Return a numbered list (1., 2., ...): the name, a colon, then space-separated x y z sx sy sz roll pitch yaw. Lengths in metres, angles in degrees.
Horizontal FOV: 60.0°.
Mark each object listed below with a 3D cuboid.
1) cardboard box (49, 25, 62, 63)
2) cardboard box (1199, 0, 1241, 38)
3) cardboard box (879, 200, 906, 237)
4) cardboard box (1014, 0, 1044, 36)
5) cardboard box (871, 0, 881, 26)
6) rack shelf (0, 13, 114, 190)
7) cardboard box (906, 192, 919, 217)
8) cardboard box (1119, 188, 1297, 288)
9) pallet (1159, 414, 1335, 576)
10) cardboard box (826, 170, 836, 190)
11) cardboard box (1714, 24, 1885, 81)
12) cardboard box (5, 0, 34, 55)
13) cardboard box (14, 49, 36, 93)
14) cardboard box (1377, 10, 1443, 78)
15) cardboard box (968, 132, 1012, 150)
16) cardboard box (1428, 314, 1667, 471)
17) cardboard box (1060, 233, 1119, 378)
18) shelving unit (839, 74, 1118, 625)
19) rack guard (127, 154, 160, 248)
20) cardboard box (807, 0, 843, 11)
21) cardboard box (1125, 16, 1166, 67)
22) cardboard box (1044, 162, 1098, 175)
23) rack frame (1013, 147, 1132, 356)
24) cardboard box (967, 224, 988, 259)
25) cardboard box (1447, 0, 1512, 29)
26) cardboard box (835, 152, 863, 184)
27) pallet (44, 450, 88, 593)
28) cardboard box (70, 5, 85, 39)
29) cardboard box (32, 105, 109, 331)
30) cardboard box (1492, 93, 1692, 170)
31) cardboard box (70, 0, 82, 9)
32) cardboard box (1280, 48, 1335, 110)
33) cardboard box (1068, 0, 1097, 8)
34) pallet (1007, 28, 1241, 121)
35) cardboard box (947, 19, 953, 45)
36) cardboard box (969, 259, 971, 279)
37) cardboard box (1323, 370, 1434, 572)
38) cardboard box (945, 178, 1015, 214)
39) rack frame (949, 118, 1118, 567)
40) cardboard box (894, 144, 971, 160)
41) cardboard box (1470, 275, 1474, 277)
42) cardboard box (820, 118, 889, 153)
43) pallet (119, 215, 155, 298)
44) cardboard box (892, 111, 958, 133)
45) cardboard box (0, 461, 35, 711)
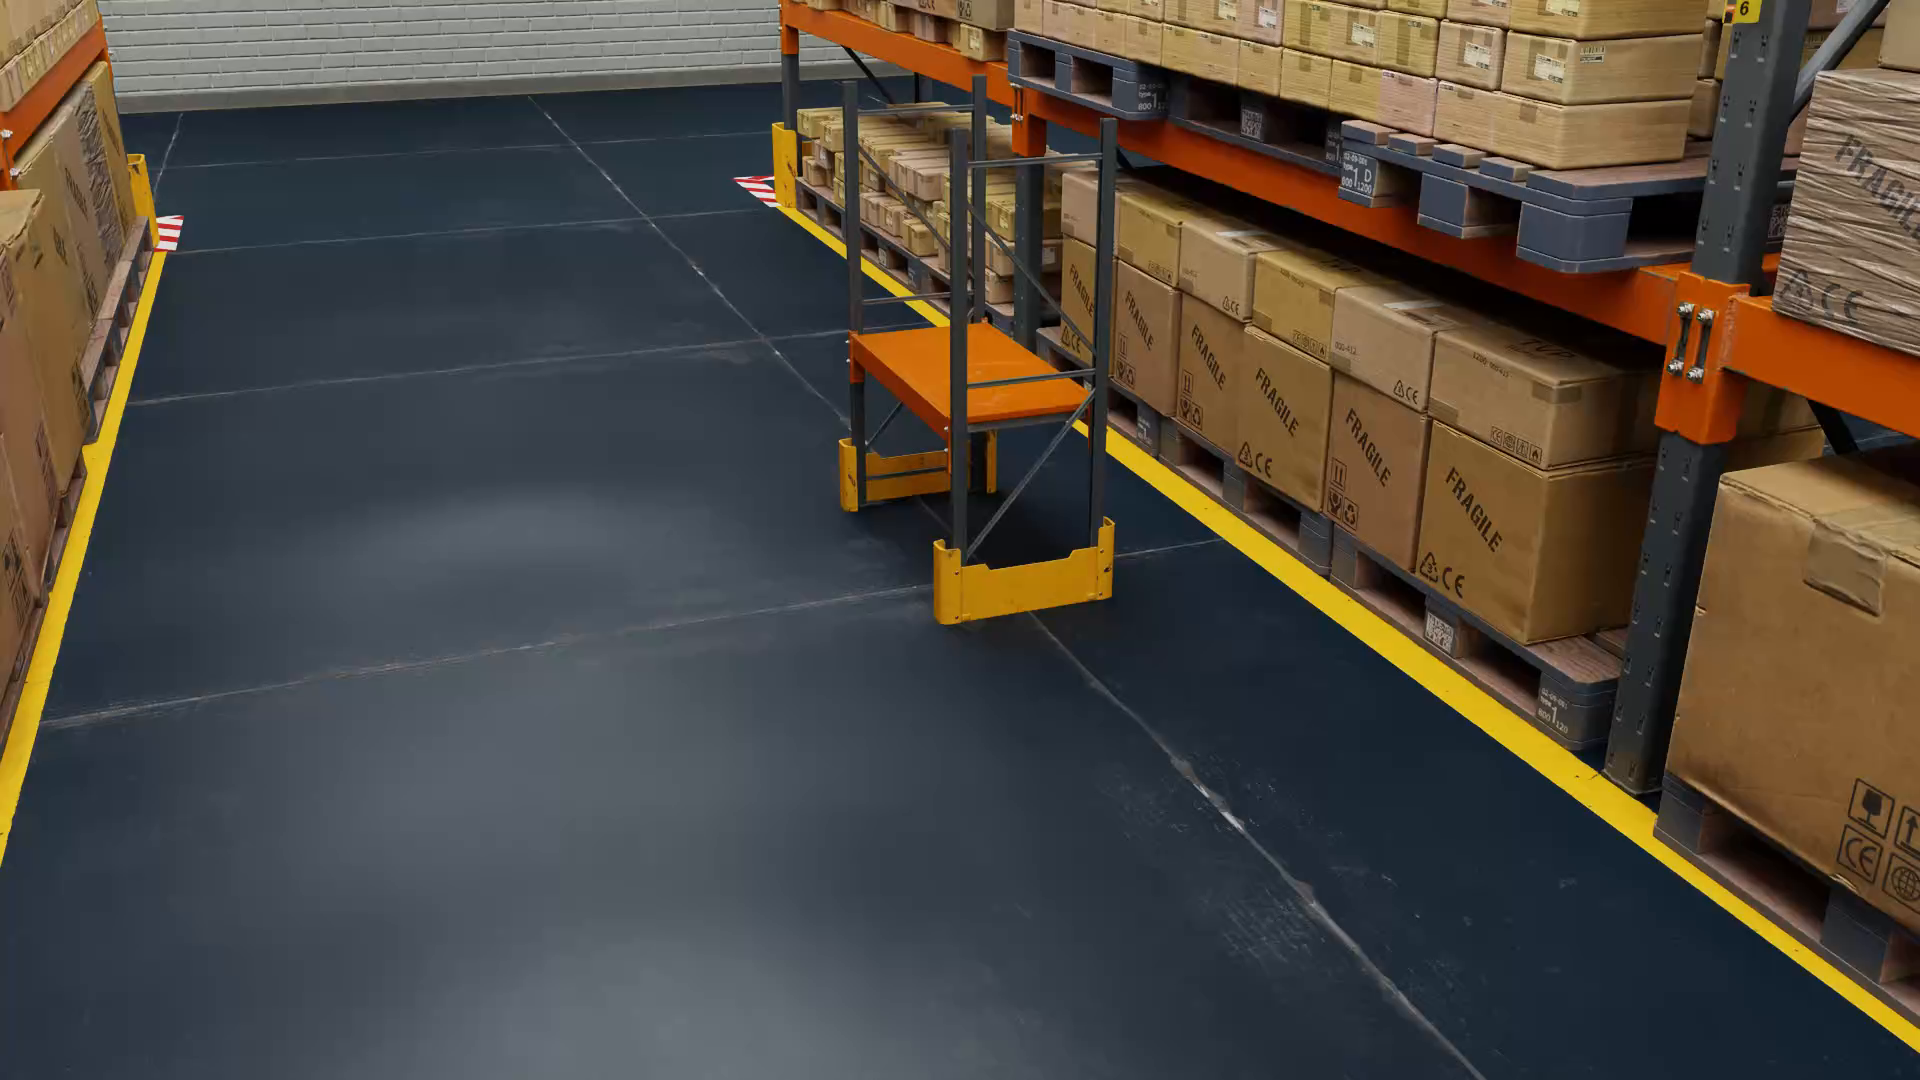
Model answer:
1. cardboard box: -4.286 -2.232 7.506 0.380 0.149 0.250 -9 25 -21
2. cardboard box: 0.999 -1.713 5.351 0.380 0.149 0.250 -9 24 -20
3. cardboard box: -0.233 -1.811 9.314 0.380 0.149 0.250 -8 24 -19
4. cardboard box: 0.444 -2.143 6.756 0.380 0.149 0.250 -10 25 -22
5. cardboard box: -0.271 -2.887 9.061 0.380 0.149 0.250 -7 24 -17
6. rack shelf: -4.647 -2.023 7.615 1.077 0.370 4.000 -8 24 -19
7. cardboard box: -0.073 -1.846 9.014 0.380 0.149 0.250 -10 25 -21
8. cardboard box: 0.940 -1.161 6.355 0.500 0.250 0.500 -8 24 -18
9. pallet: 1.446 -0.260 6.096 1.003 0.211 1.213 -8 24 -19
10. cardboard box: -0.623 -2.287 10.444 0.380 0.149 0.250 -8 24 -19
11. cardboard box: 2.165 -1.236 4.221 0.380 0.149 0.250 -7 24 -17
12. cardboard box: -4.033 -2.084 6.643 0.500 0.250 0.500 -8 24 -19
13. cardboard box: -3.920 -1.857 6.616 0.380 0.149 0.250 -8 24 -17
14. cardboard box: 1.357 -1.342 4.473 0.380 0.149 0.250 -8 24 -18
15. cardboard box: 0.160 -2.242 9.571 0.380 0.149 0.250 -9 25 -21
16. cardboard box: 1.661 -0.418 4.593 0.500 0.250 0.500 -9 24 -20
17. cardboard box: 0.748 -1.009 6.959 0.500 0.500 0.500 -7 24 -17
18. shelving unit: 0.027 -0.663 5.393 0.587 1.500 1.083 -8 24 -19
19. rack guard: -5.362 -1.938 9.705 1.175 0.500 0.348 -8 24 -19
20. cardboard box: -0.696 -3.255 9.934 0.380 0.149 0.250 -9 24 -20
21. cardboard box: 0.810 -1.768 5.866 0.380 0.149 0.250 -9 25 -21
22. cardboard box: 0.517 -1.864 8.675 0.380 0.149 0.250 -9 24 -20
23. rack frame: 0.735 -2.272 7.278 1.000 3.000 0.127 -8 24 -19
24. cardboard box: 0.219 -1.456 8.090 0.380 0.149 0.250 -10 25 -22
25. cardboard box: 1.460 -1.377 4.172 0.380 0.149 0.250 -9 24 -20
26. cardboard box: -0.531 -2.224 9.913 0.380 0.149 0.250 -8 24 -17
27. pallet: -3.598 -0.073 5.652 1.003 0.211 1.213 -8 24 -19
28. cardboard box: -4.651 -2.605 8.391 0.380 0.149 0.250 -8 24 -18
29. cardboard box: -4.417 -1.420 7.453 0.875 0.875 0.875 -8 24 -19
30. cardboard box: 1.544 -1.012 4.073 0.380 0.149 0.250 -8 24 -18
31. cardboard box: -4.756 -2.825 8.402 0.500 0.250 0.500 -9 24 -20
32. cardboard box: 1.186 -1.385 4.957 0.380 0.149 0.250 -9 25 -21
33. cardboard box: 0.629 -2.093 6.253 0.380 0.149 0.250 -8 24 -18
34. pallet: 0.869 -1.886 6.609 1.003 0.211 1.213 -8 24 -19
35. cardboard box: 0.157 -2.515 8.178 0.380 0.149 0.250 -9 24 -20
36. cardboard box: 0.264 -1.353 8.229 0.380 0.149 0.250 -8 24 -18
37. cardboard box: 1.491 -0.253 5.165 0.500 0.500 0.500 -7 24 -17
38. cardboard box: 0.144 -1.696 8.276 0.380 0.149 0.250 -9 24 -19
39. rack frame: 0.210 -0.475 4.947 0.500 1.500 0.032 -8 24 -19
40. cardboard box: -0.149 -2.089 9.207 0.380 0.149 0.250 -8 24 -19
41. cardboard box: 1.789 -0.855 5.629 0.500 0.250 0.500 -8 24 -19
42. cardboard box: -0.631 -2.450 10.064 0.380 0.149 0.250 -8 24 -19
43. pallet: -4.998 -1.517 9.077 1.003 0.211 1.213 -8 24 -19
44. cardboard box: -0.219 -2.623 10.474 0.380 0.149 0.250 -8 24 -18
45. cardboard box: -3.060 0.032 4.006 1.225 0.875 0.875 -8 24 -19
